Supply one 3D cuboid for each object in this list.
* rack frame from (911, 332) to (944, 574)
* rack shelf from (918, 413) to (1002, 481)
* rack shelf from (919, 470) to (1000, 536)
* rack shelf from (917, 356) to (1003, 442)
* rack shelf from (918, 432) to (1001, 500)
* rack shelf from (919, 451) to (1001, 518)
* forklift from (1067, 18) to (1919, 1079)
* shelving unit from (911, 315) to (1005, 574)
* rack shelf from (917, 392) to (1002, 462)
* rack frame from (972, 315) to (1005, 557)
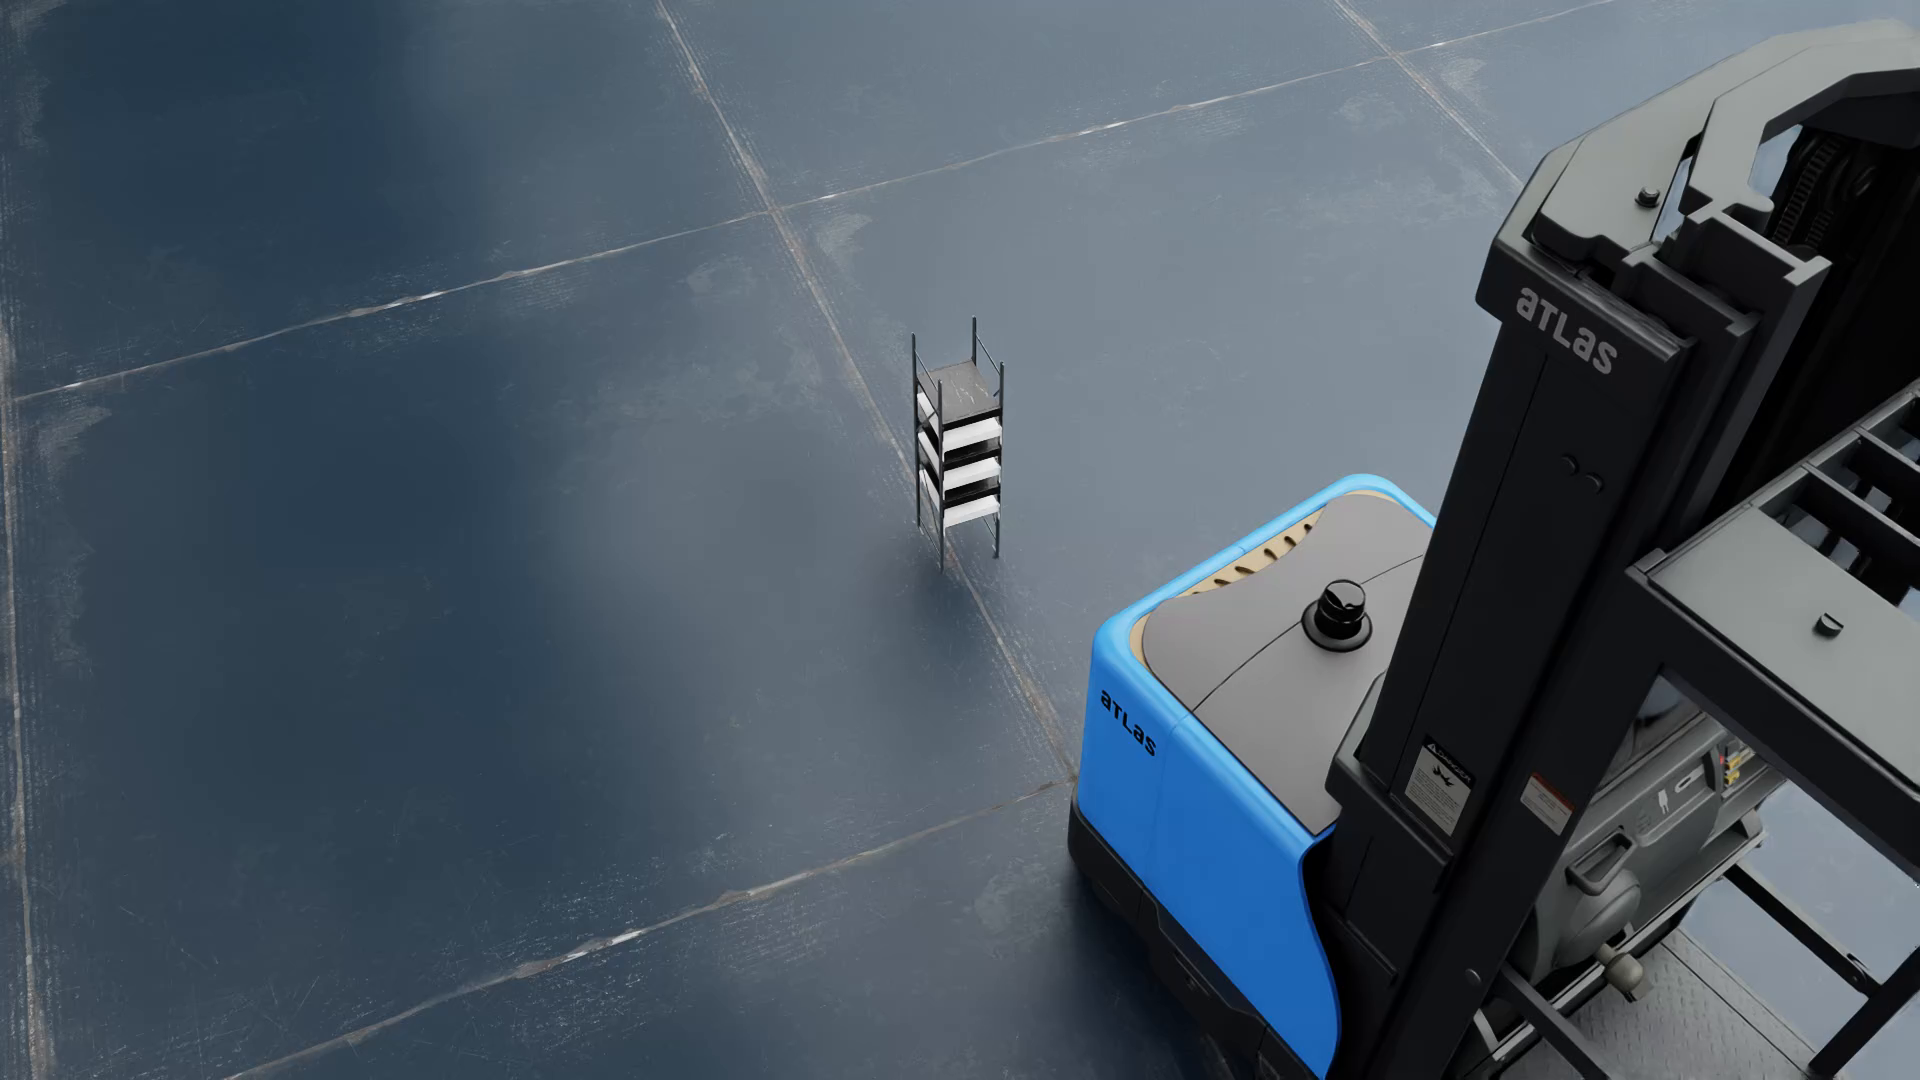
[{"bbox_3d":[-0.102,-0.262,5.382,0.006,0.900,0.240,-17,52,-14],"label":"rack frame"},{"bbox_3d":[-0.008,-0.328,5.364,0.200,0.077,0.258,-17,52,-14],"label":"rack shelf"},{"bbox_3d":[-0.008,-0.152,5.568,0.200,0.077,0.258,-17,52,-14],"label":"rack shelf"},{"bbox_3d":[-0.008,-0.445,5.227,0.200,0.077,0.258,-17,52,-14],"label":"rack shelf"},{"bbox_3d":[-0.008,-0.269,5.432,0.200,0.077,0.258,-17,52,-14],"label":"rack shelf"},{"bbox_3d":[-0.008,-0.211,5.500,0.200,0.077,0.258,-17,52,-14],"label":"rack shelf"},{"bbox_3d":[1.589,0.659,3.252,1.130,2.935,3.031,-29,55,-23],"label":"forklift"},{"bbox_3d":[-0.008,-0.291,5.407,0.210,0.900,0.258,-17,52,-14],"label":"shelving unit"},{"bbox_3d":[-0.008,-0.386,5.295,0.200,0.077,0.258,-17,52,-14],"label":"rack shelf"},{"bbox_3d":[0.087,-0.320,5.432,0.006,0.900,0.240,-17,52,-14],"label":"rack frame"}]
